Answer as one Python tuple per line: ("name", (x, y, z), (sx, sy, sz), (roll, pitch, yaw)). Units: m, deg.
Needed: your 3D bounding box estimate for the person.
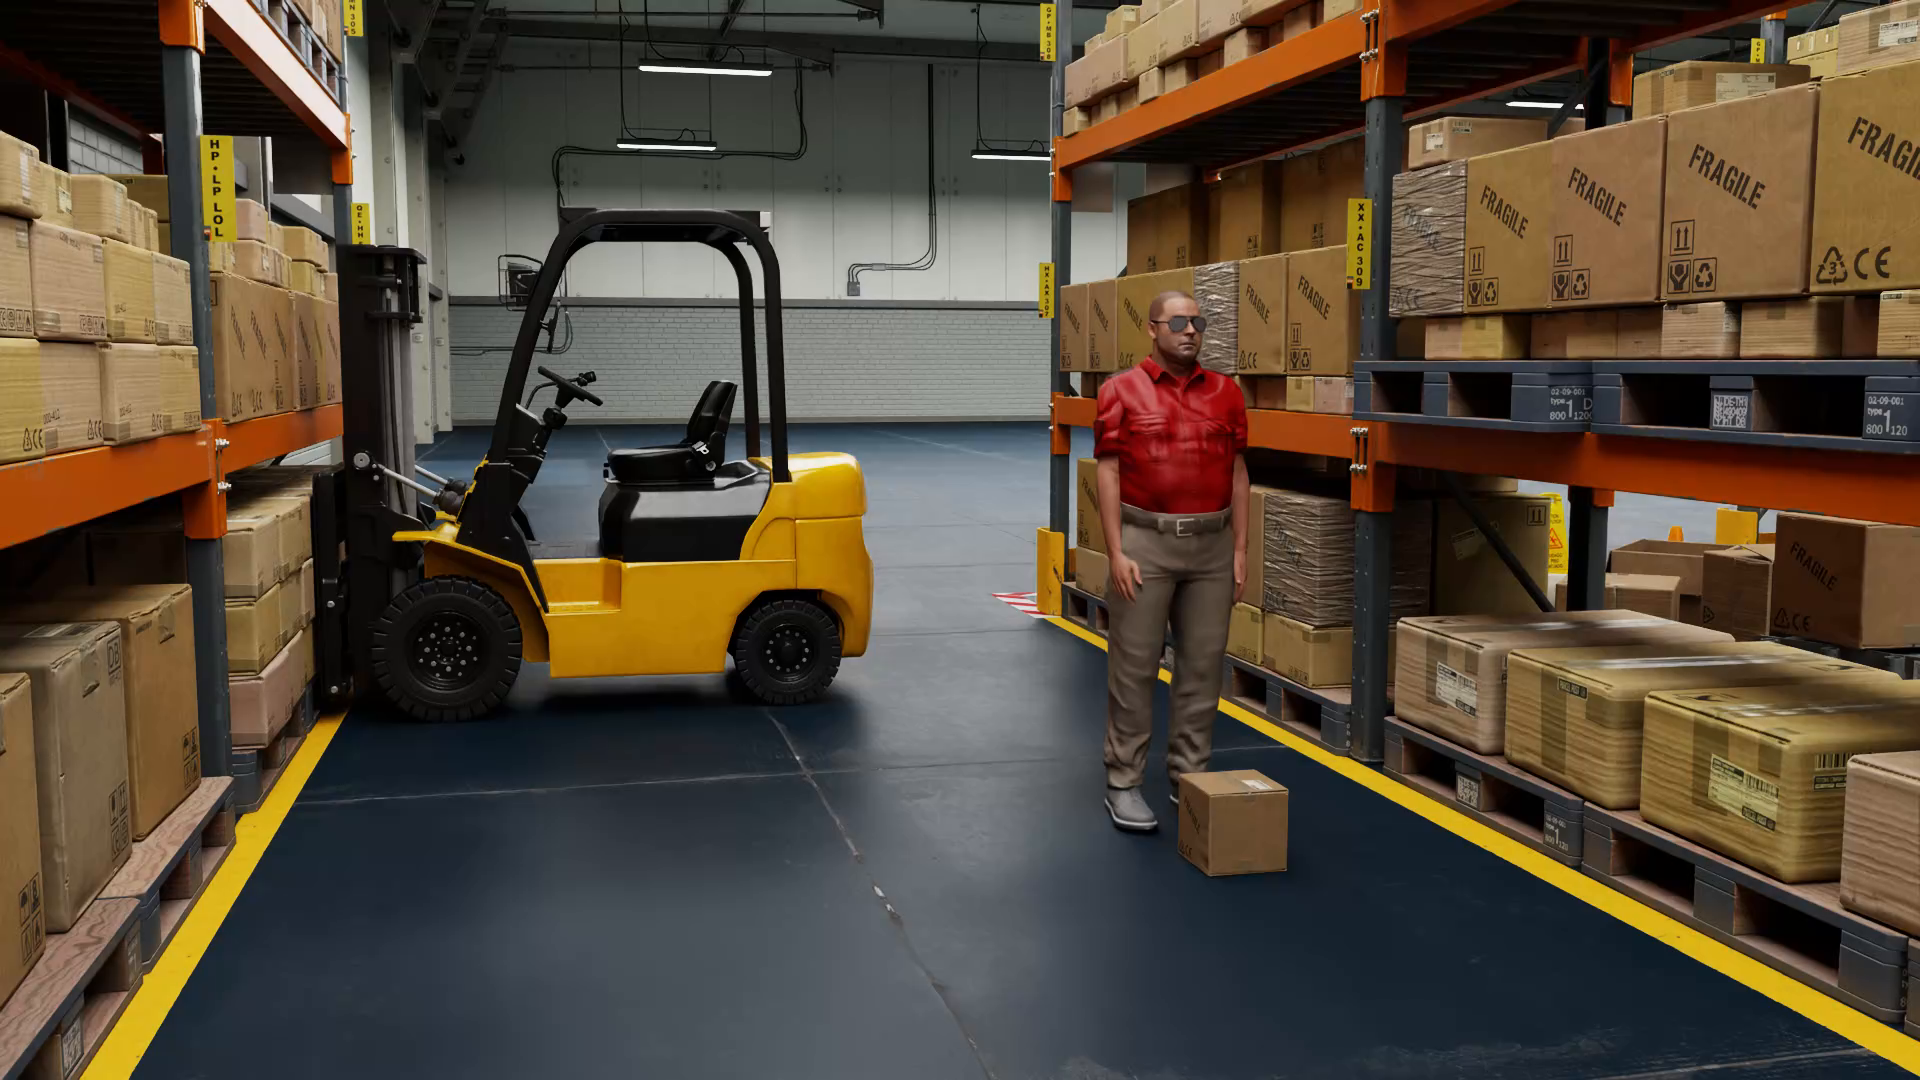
("person", (0.709, 0.056, 5.411), (0.531, 1.728, 0.359), (-1, 6, -13))
